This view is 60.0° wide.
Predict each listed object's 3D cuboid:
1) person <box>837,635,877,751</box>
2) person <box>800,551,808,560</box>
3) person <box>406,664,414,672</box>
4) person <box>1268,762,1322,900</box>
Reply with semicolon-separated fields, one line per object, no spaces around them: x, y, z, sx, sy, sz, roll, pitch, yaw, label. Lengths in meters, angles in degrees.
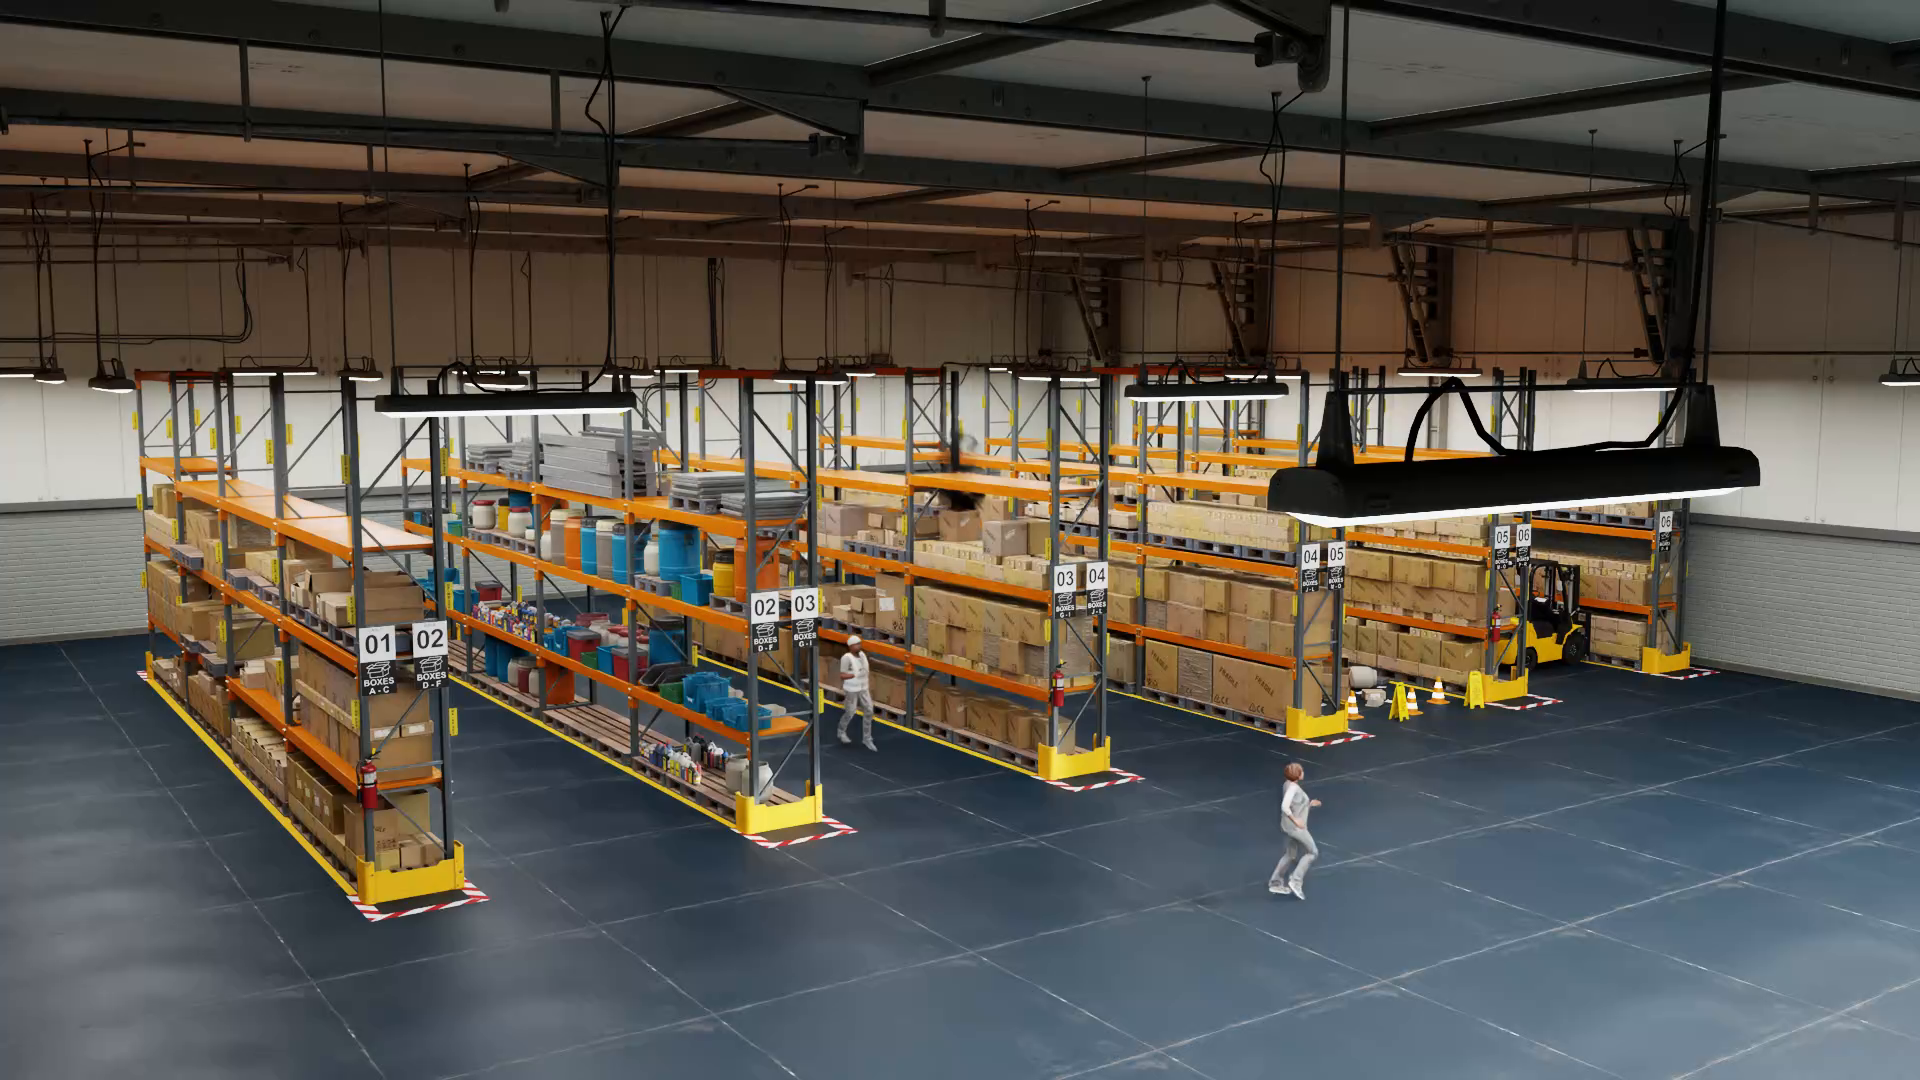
-1.680;2.435;26.616;0.664;1.835;0.775;-6;9;-44;person
-3.976;0.832;41.719;0.472;1.588;0.768;-5;8;-37;person
-9.099;2.398;27.812;0.583;1.623;0.557;-6;9;-44;person
3.906;3.370;19.284;0.635;1.610;0.518;-1;6;-7;person
